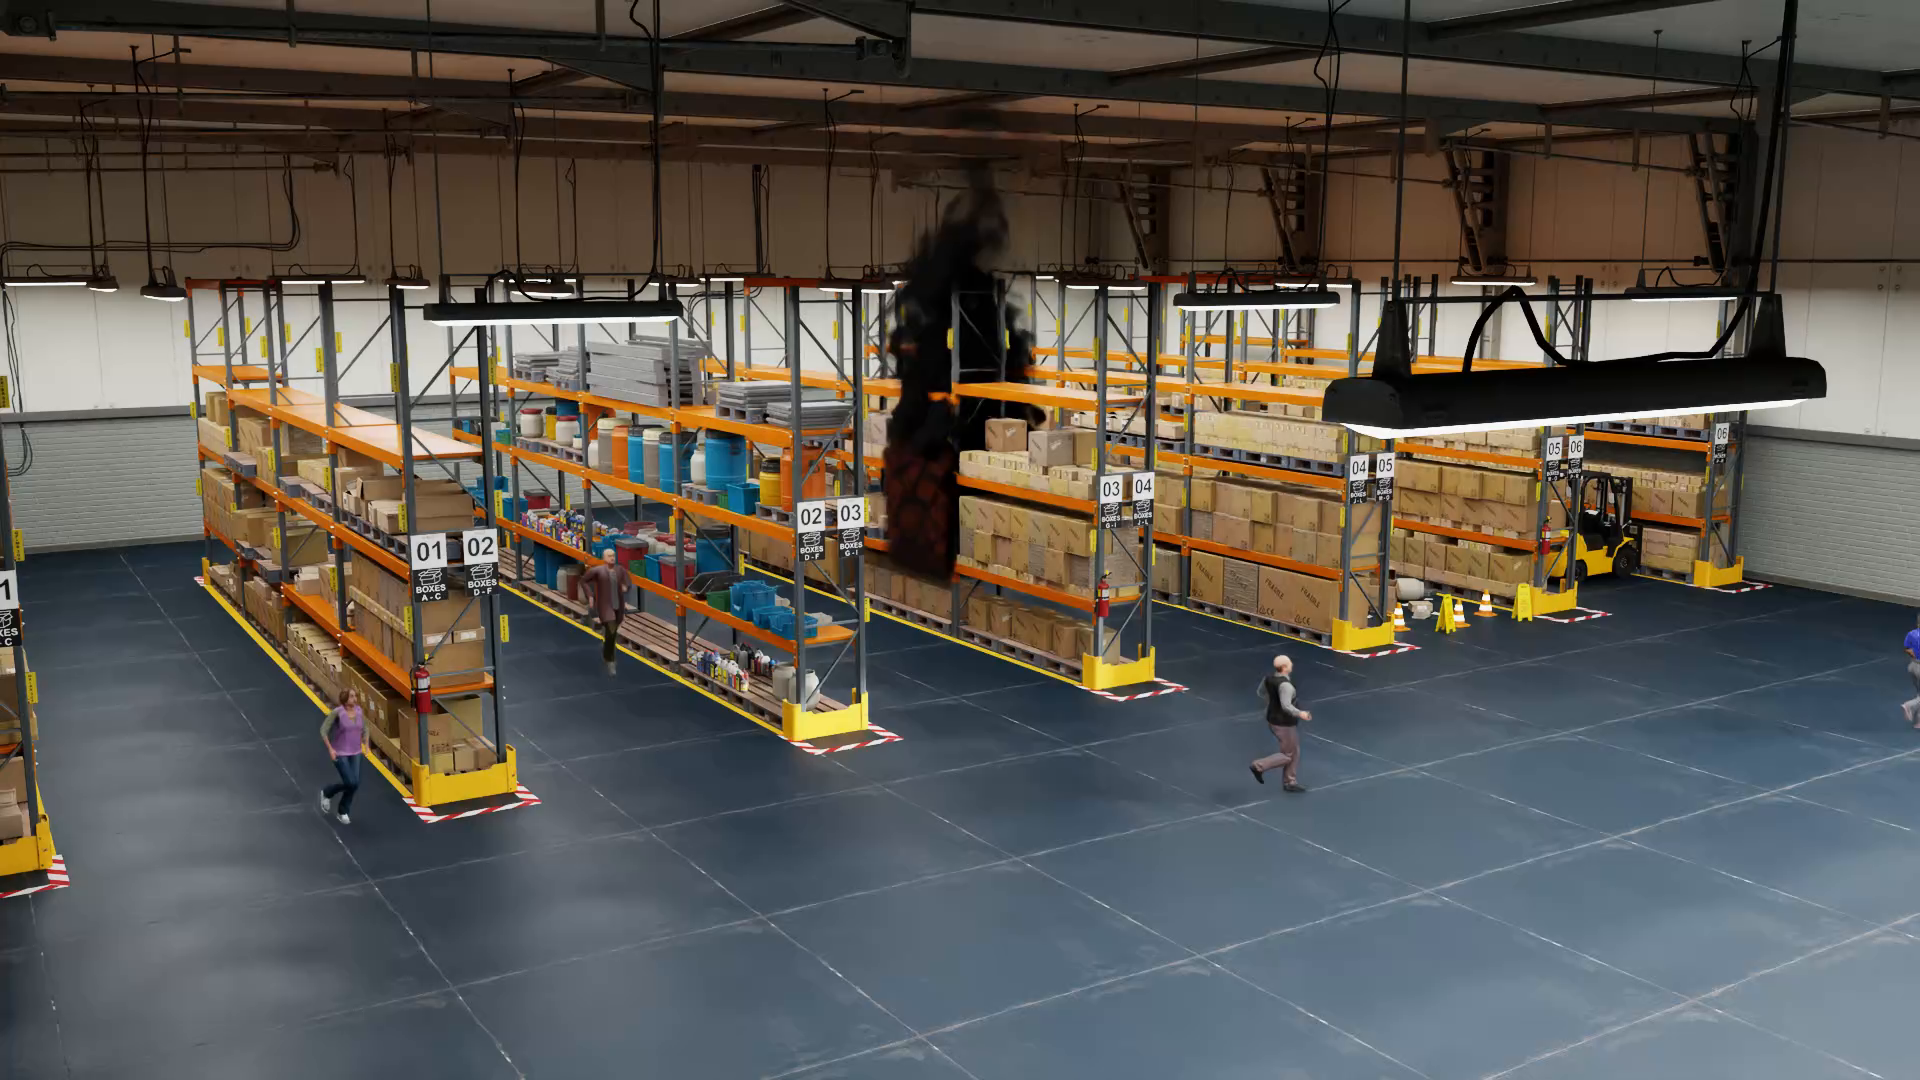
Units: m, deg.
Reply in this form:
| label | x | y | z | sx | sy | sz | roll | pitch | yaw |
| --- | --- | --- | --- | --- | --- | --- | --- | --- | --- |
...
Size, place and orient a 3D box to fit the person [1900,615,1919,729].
| label | x | y | z | sx | sy | sz | roll | pitch | yaw |
| --- | --- | --- | --- | --- | --- | --- | --- | --- | --- |
| person | 13.028 | 1.786 | 22.564 | 0.575 | 1.608 | 0.591 | -1 | 10 | -8 |

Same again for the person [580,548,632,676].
| label | x | y | z | sx | sy | sz | roll | pitch | yaw |
| --- | --- | --- | --- | --- | --- | --- | --- | --- | --- |
| person | -5.194 | 1.062 | 24.756 | 0.670 | 1.887 | 0.786 | -9 | 13 | -42 |

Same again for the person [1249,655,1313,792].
| label | x | y | z | sx | sy | sz | roll | pitch | yaw |
| --- | --- | --- | --- | --- | --- | --- | --- | --- | --- |
| person | 3.804 | 2.212 | 19.859 | 0.792 | 1.705 | 0.661 | -2 | 10 | -12 |

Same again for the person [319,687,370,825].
| label | x | y | z | sx | sy | sz | roll | pitch | yaw |
| --- | --- | --- | --- | --- | --- | --- | --- | --- | --- |
| person | -6.975 | 2.450 | 18.957 | 0.529 | 1.569 | 0.547 | 6 | 11 | 34 |
